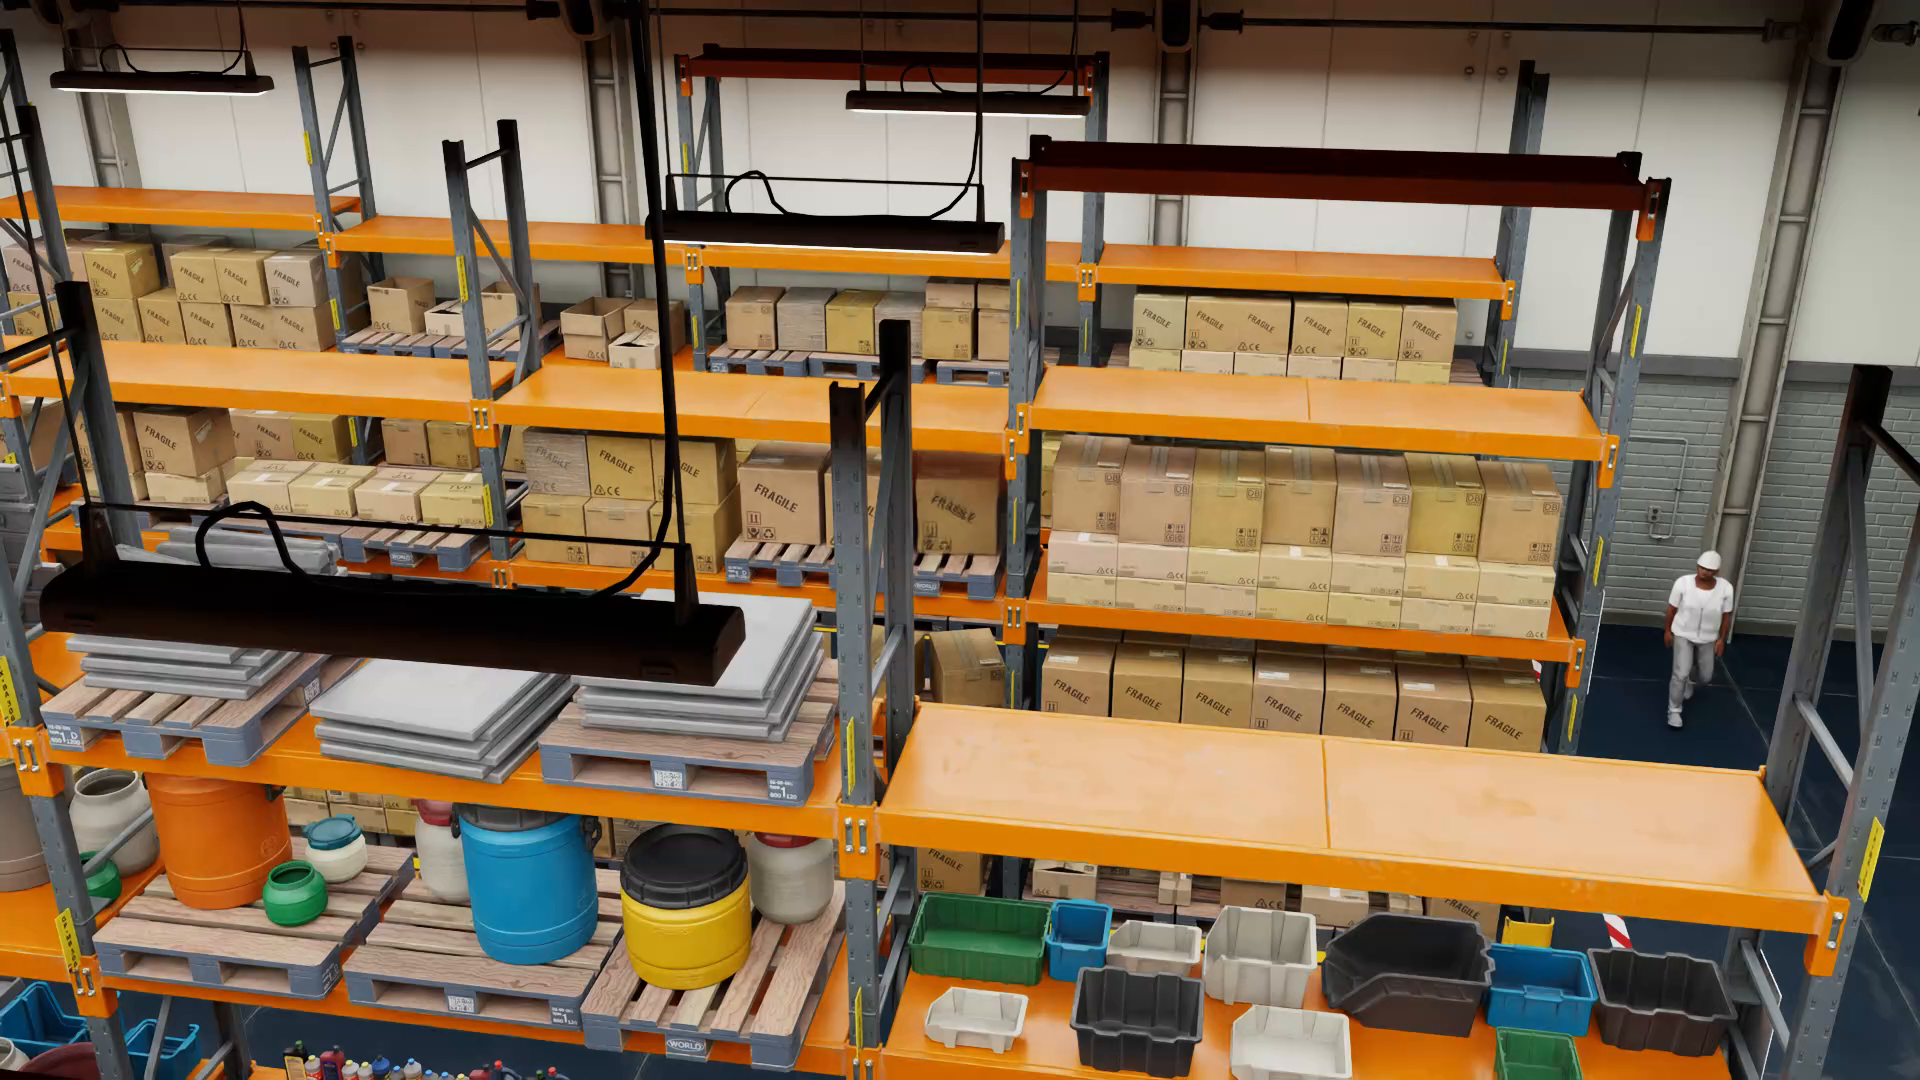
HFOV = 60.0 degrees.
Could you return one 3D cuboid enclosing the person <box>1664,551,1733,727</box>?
[{"bbox_3d":[7.059,0.893,15.982,0.550,1.753,0.741,4,23,8],"label":"person"}]
